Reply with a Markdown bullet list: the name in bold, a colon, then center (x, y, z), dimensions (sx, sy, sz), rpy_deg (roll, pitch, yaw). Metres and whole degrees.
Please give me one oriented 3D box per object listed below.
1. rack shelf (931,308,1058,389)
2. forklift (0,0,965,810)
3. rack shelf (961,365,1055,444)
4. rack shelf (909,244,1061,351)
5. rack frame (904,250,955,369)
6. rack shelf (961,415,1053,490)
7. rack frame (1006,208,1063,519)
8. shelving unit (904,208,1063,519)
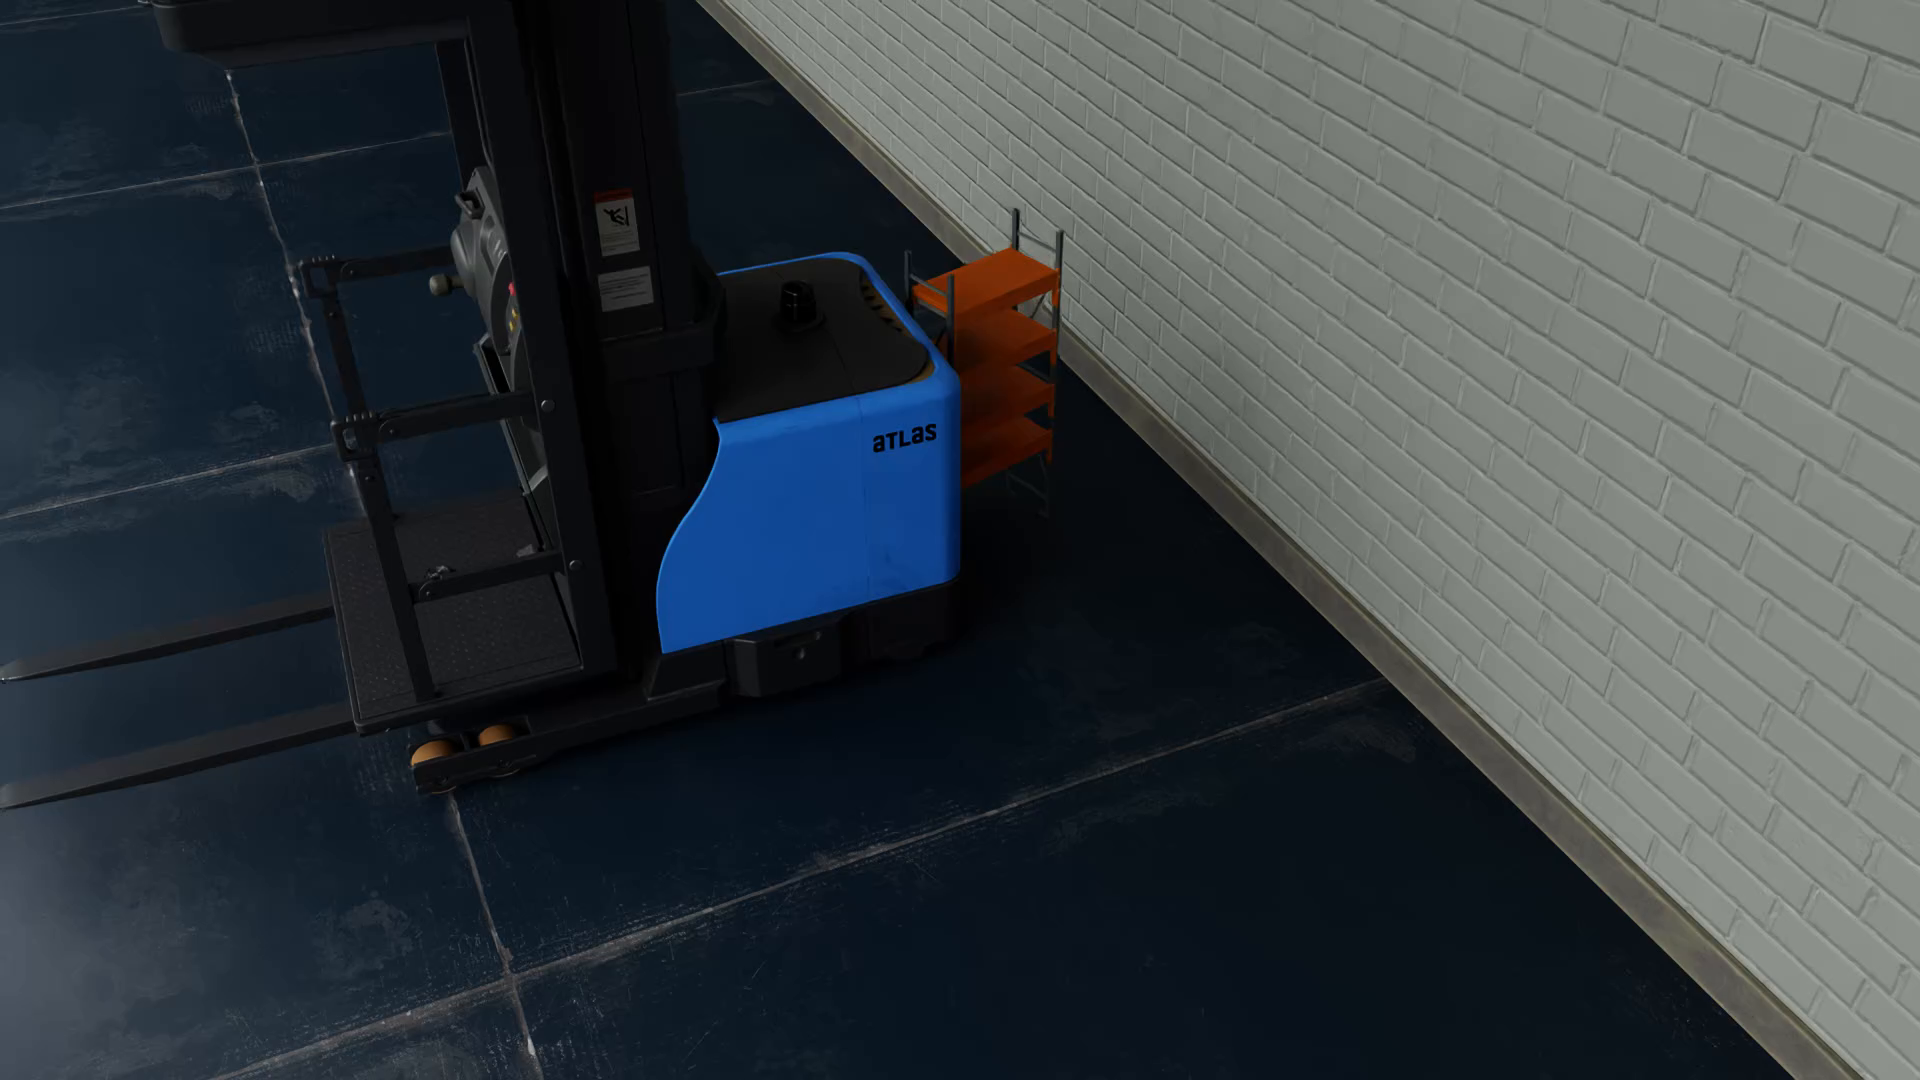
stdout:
- **rack shelf**: center (0.082, -0.649, 5.853), dimensions (0.480, 0.148, 0.258), rpy_deg (-27, 45, -32)
- **forklift**: center (-1.550, -0.745, 4.794), dimensions (3.031, 2.935, 1.130), rpy_deg (-14, 39, -18)
- **rack shelf**: center (0.081, -0.470, 5.988), dimensions (0.480, 0.148, 0.258), rpy_deg (-27, 45, -32)
- **rack shelf**: center (0.083, -0.838, 5.712), dimensions (0.480, 0.148, 0.258), rpy_deg (-27, 45, -32)
- **rack frame**: center (-0.103, -0.428, 5.819), dimensions (0.015, 1.200, 0.240), rpy_deg (-27, 45, -32)
- **rack shelf**: center (0.080, -0.311, 6.107), dimensions (0.480, 0.148, 0.258), rpy_deg (-27, 45, -32)
- **rack frame**: center (0.265, -0.619, 6.076), dimensions (0.015, 1.200, 0.240), rpy_deg (-27, 45, -32)
- **shelving unit**: center (0.081, -0.523, 5.947), dimensions (0.503, 1.200, 0.258), rpy_deg (-27, 45, -32)
